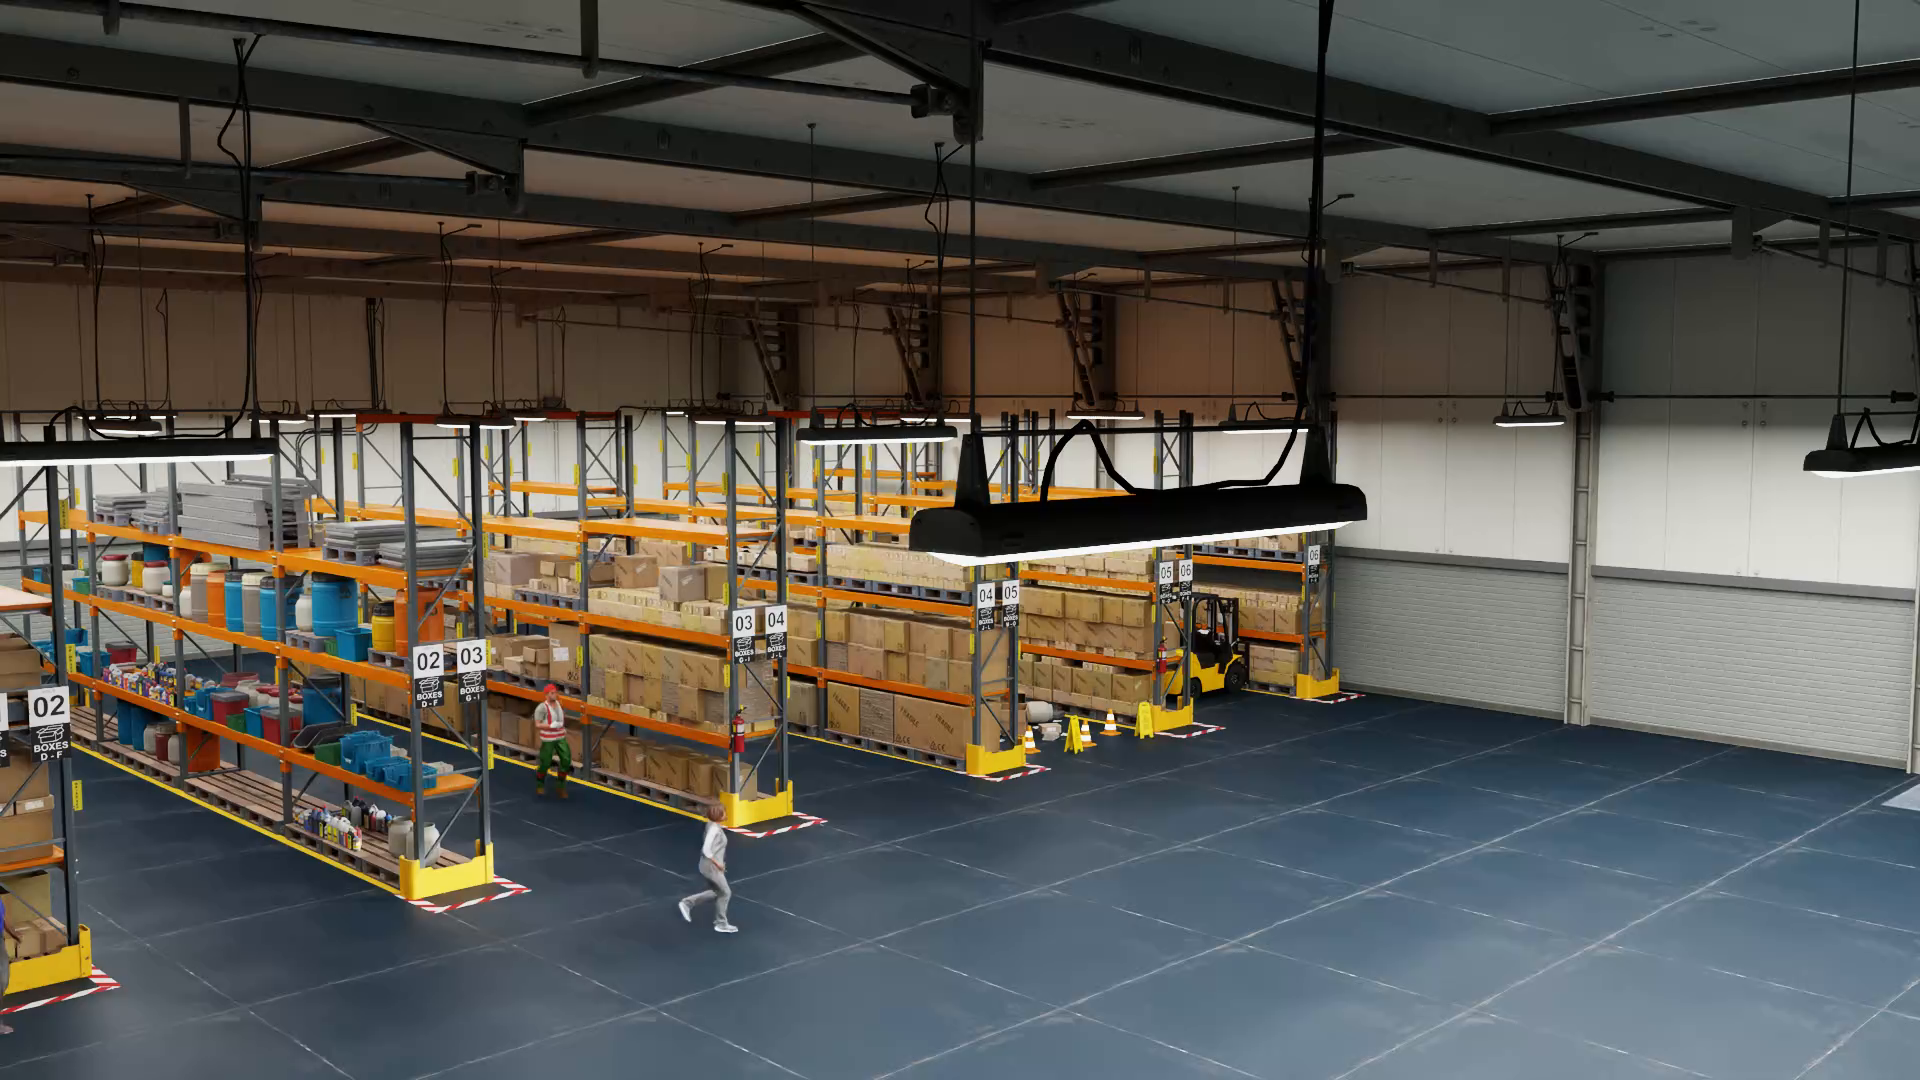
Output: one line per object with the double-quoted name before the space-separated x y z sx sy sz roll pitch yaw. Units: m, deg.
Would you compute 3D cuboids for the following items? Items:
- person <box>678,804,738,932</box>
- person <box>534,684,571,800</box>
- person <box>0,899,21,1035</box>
"person" -2.957 3.871 19.503 0.695 1.576 0.559 -1 5 -12
"person" -6.403 3.174 26.107 0.777 1.852 0.664 5 7 43
"person" -9.733 4.100 16.637 0.628 1.614 0.627 1 5 7
